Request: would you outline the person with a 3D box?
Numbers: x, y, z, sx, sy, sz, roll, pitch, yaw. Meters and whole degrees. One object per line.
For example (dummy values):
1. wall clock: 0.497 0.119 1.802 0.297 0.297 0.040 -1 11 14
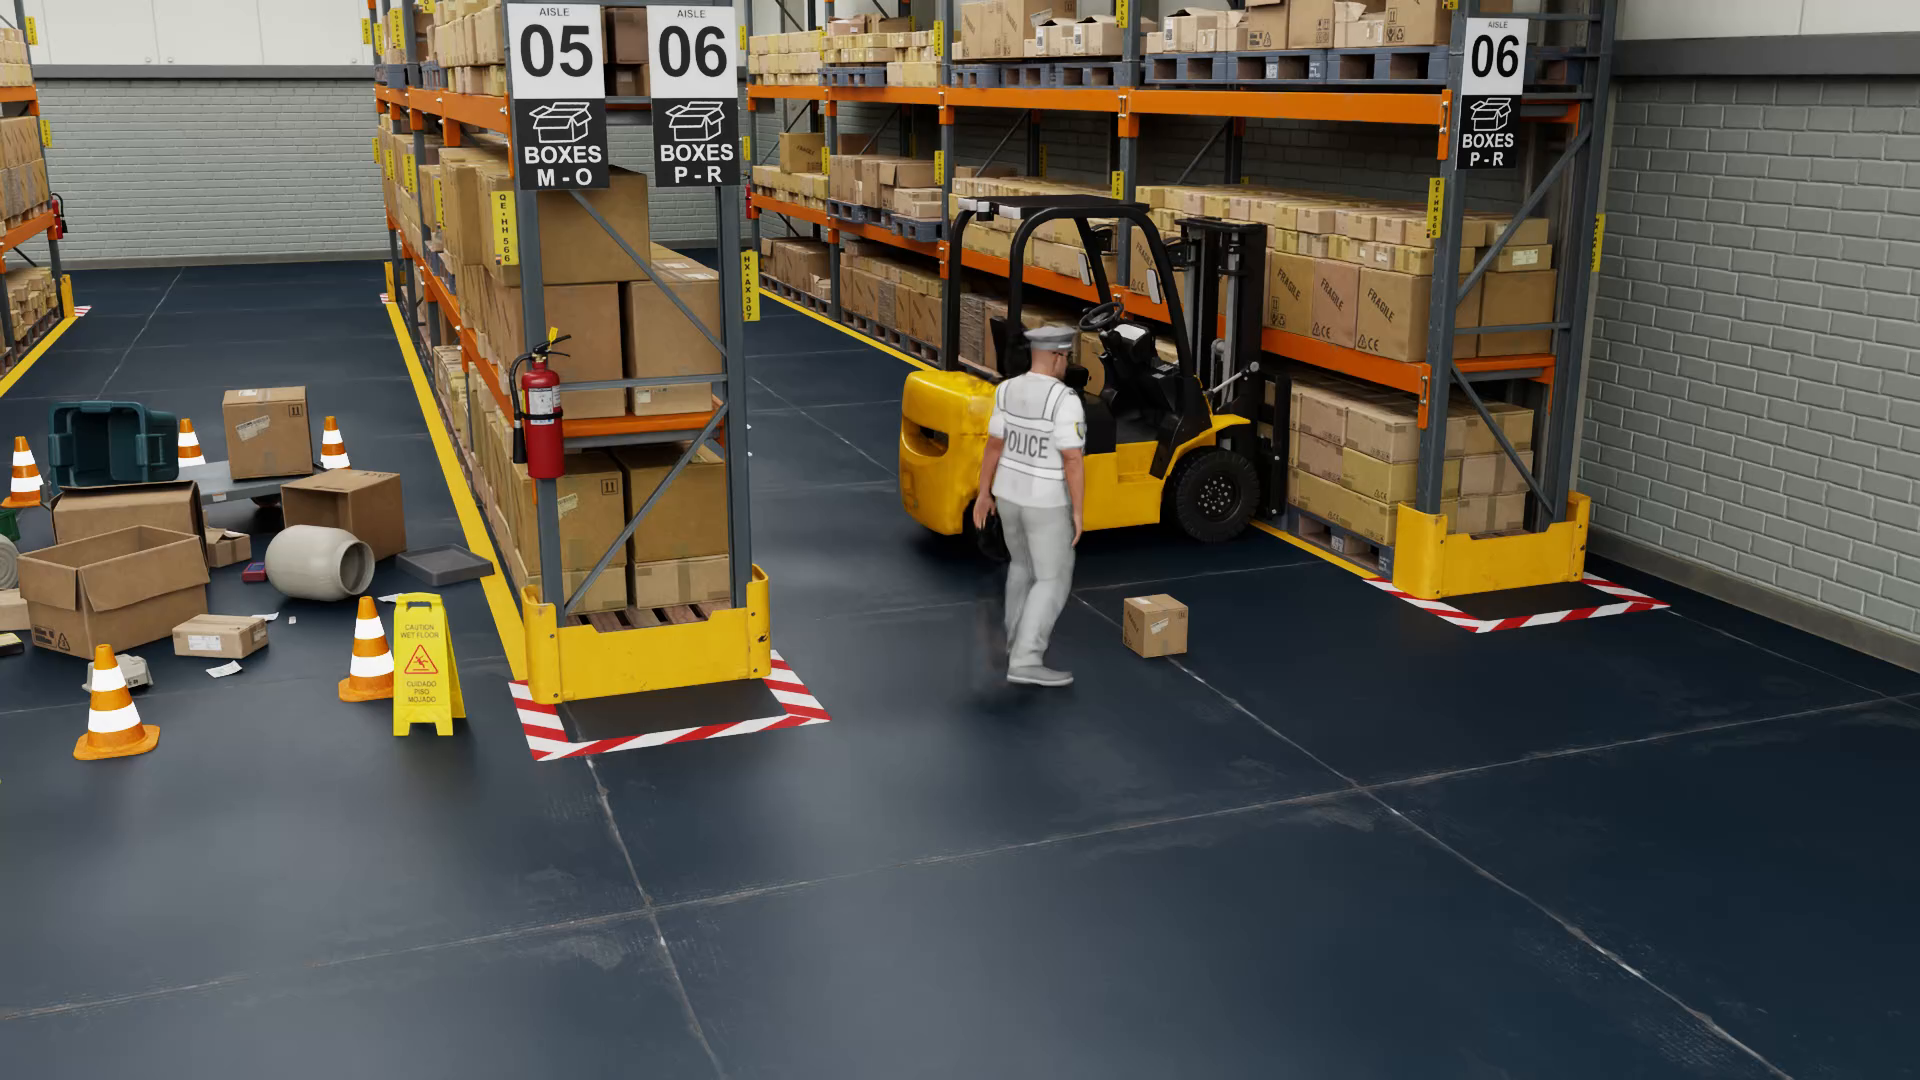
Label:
1. person: 0.388 -0.185 8.157 0.683 1.715 0.718 15 21 43
